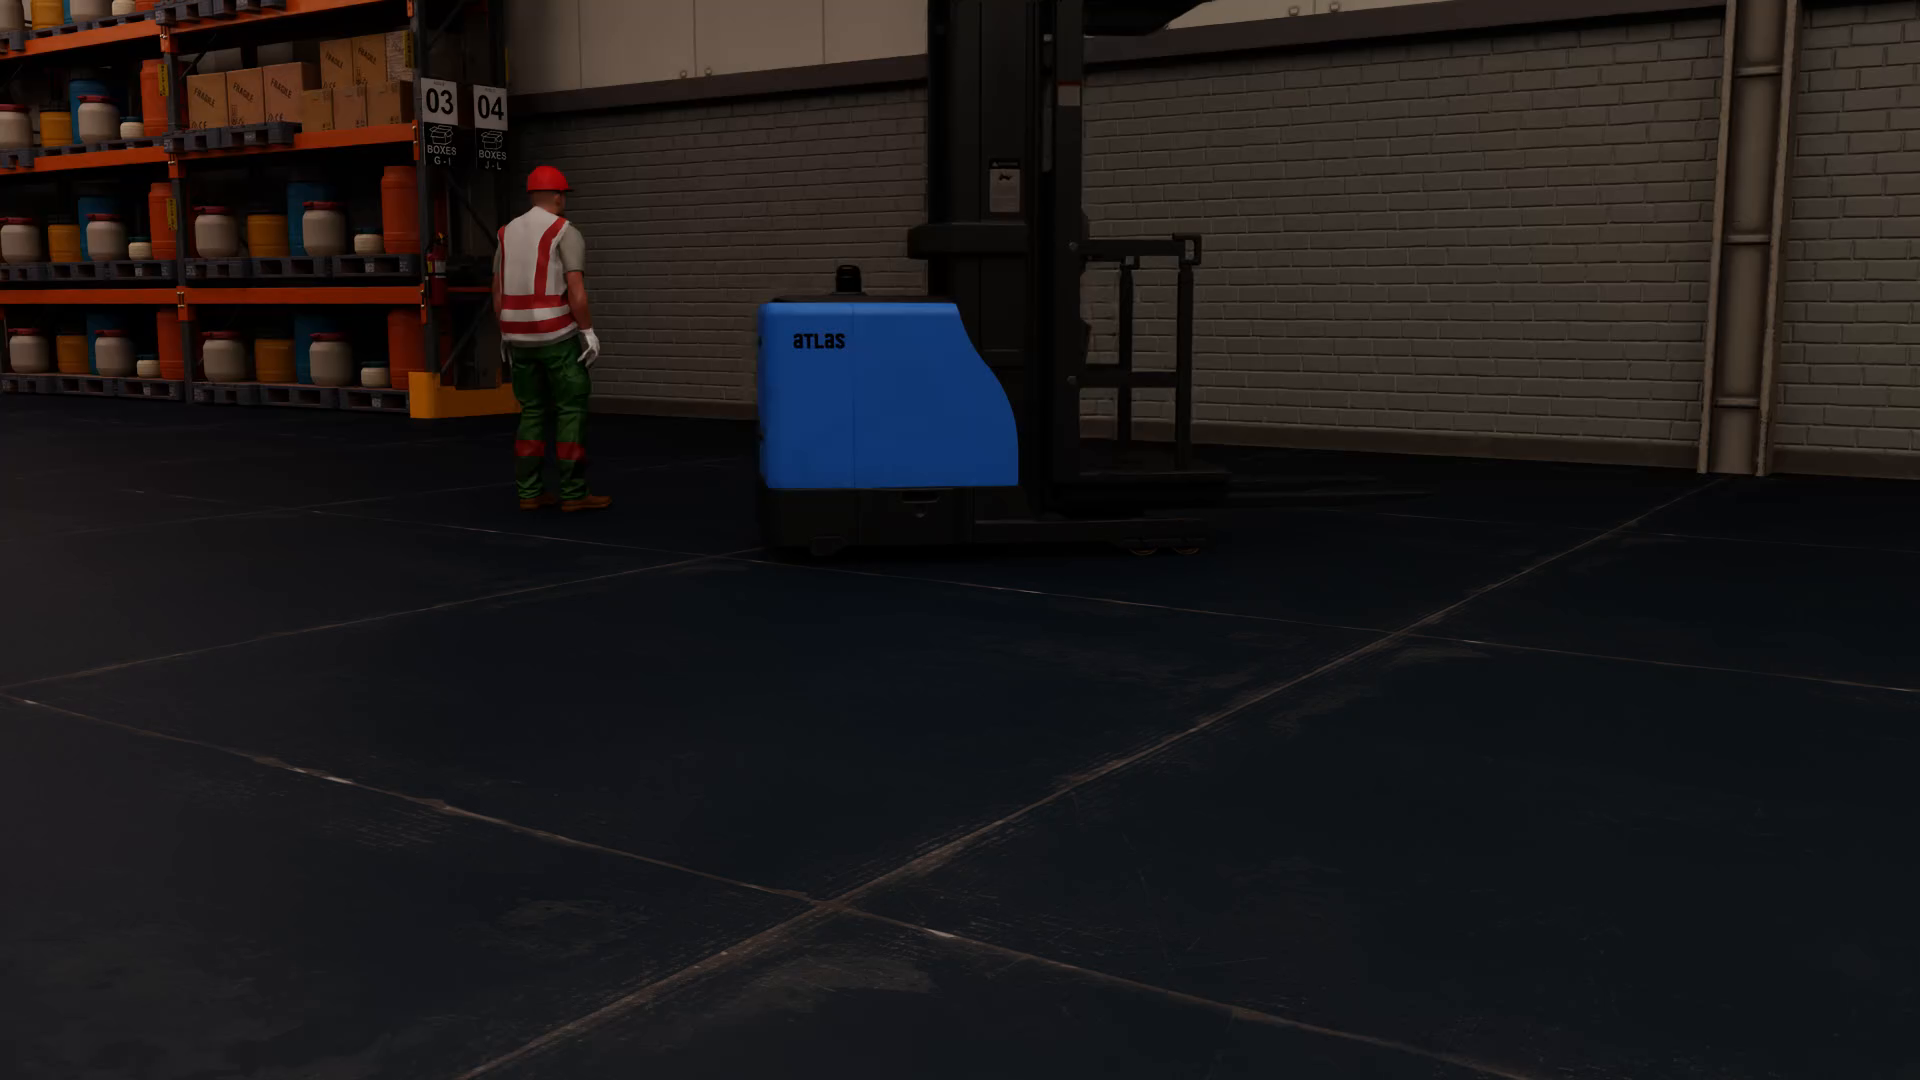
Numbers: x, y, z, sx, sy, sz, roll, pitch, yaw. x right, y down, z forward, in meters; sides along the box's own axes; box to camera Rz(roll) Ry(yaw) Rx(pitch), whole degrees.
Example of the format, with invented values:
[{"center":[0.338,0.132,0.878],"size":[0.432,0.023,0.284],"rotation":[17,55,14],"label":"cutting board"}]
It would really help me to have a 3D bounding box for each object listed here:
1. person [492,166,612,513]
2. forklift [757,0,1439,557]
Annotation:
[{"center":[-2.138,-1.044,8.645],"size":[0.614,1.777,0.453],"rotation":[4,9,25],"label":"person"},{"center":[0.615,-1.454,7.416],"size":[3.031,2.935,1.130],"rotation":[-1,8,-9],"label":"forklift"}]
